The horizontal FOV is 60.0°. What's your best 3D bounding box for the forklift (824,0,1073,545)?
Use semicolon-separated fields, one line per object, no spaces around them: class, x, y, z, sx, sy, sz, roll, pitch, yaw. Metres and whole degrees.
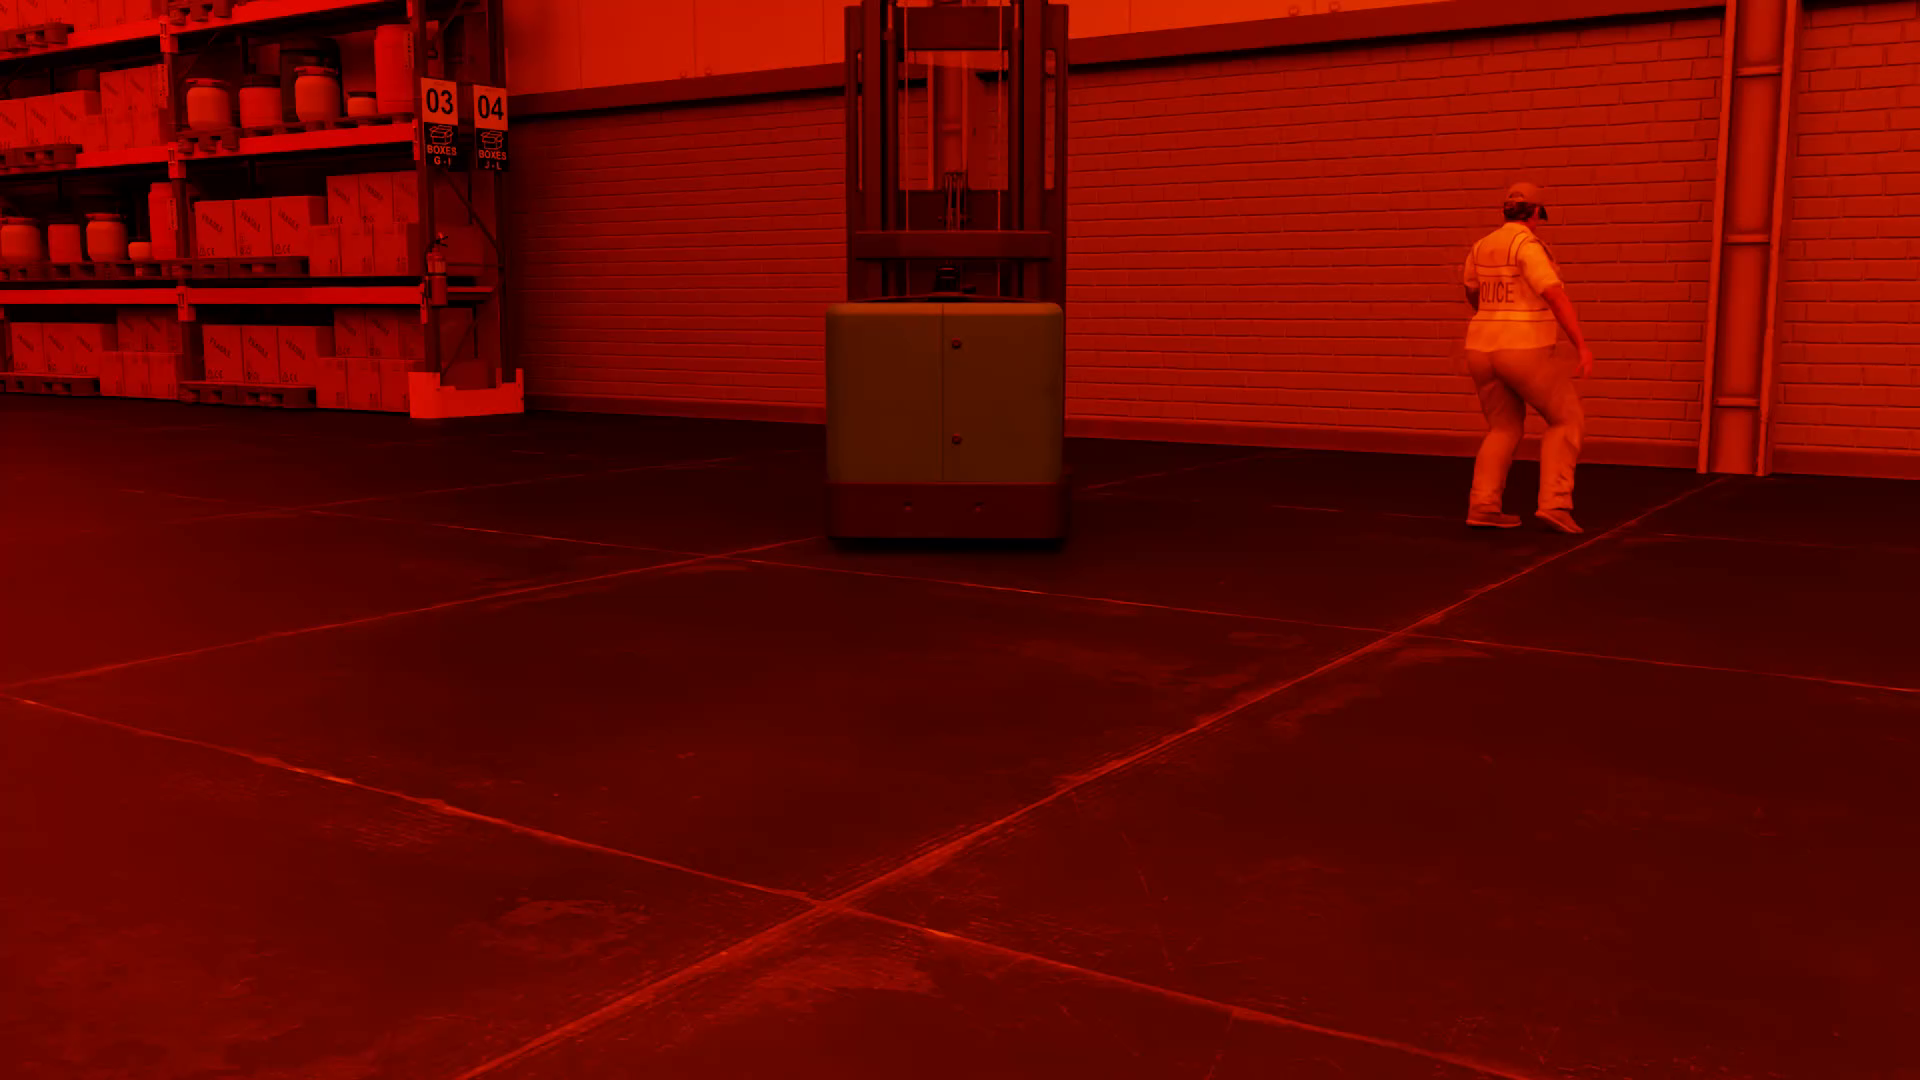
forklift;-0.005;-1.600;8.445;1.130;2.935;3.031;0;8;3

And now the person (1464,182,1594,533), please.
person;2.685;-0.838;7.899;0.517;1.693;0.880;-3;9;-18
